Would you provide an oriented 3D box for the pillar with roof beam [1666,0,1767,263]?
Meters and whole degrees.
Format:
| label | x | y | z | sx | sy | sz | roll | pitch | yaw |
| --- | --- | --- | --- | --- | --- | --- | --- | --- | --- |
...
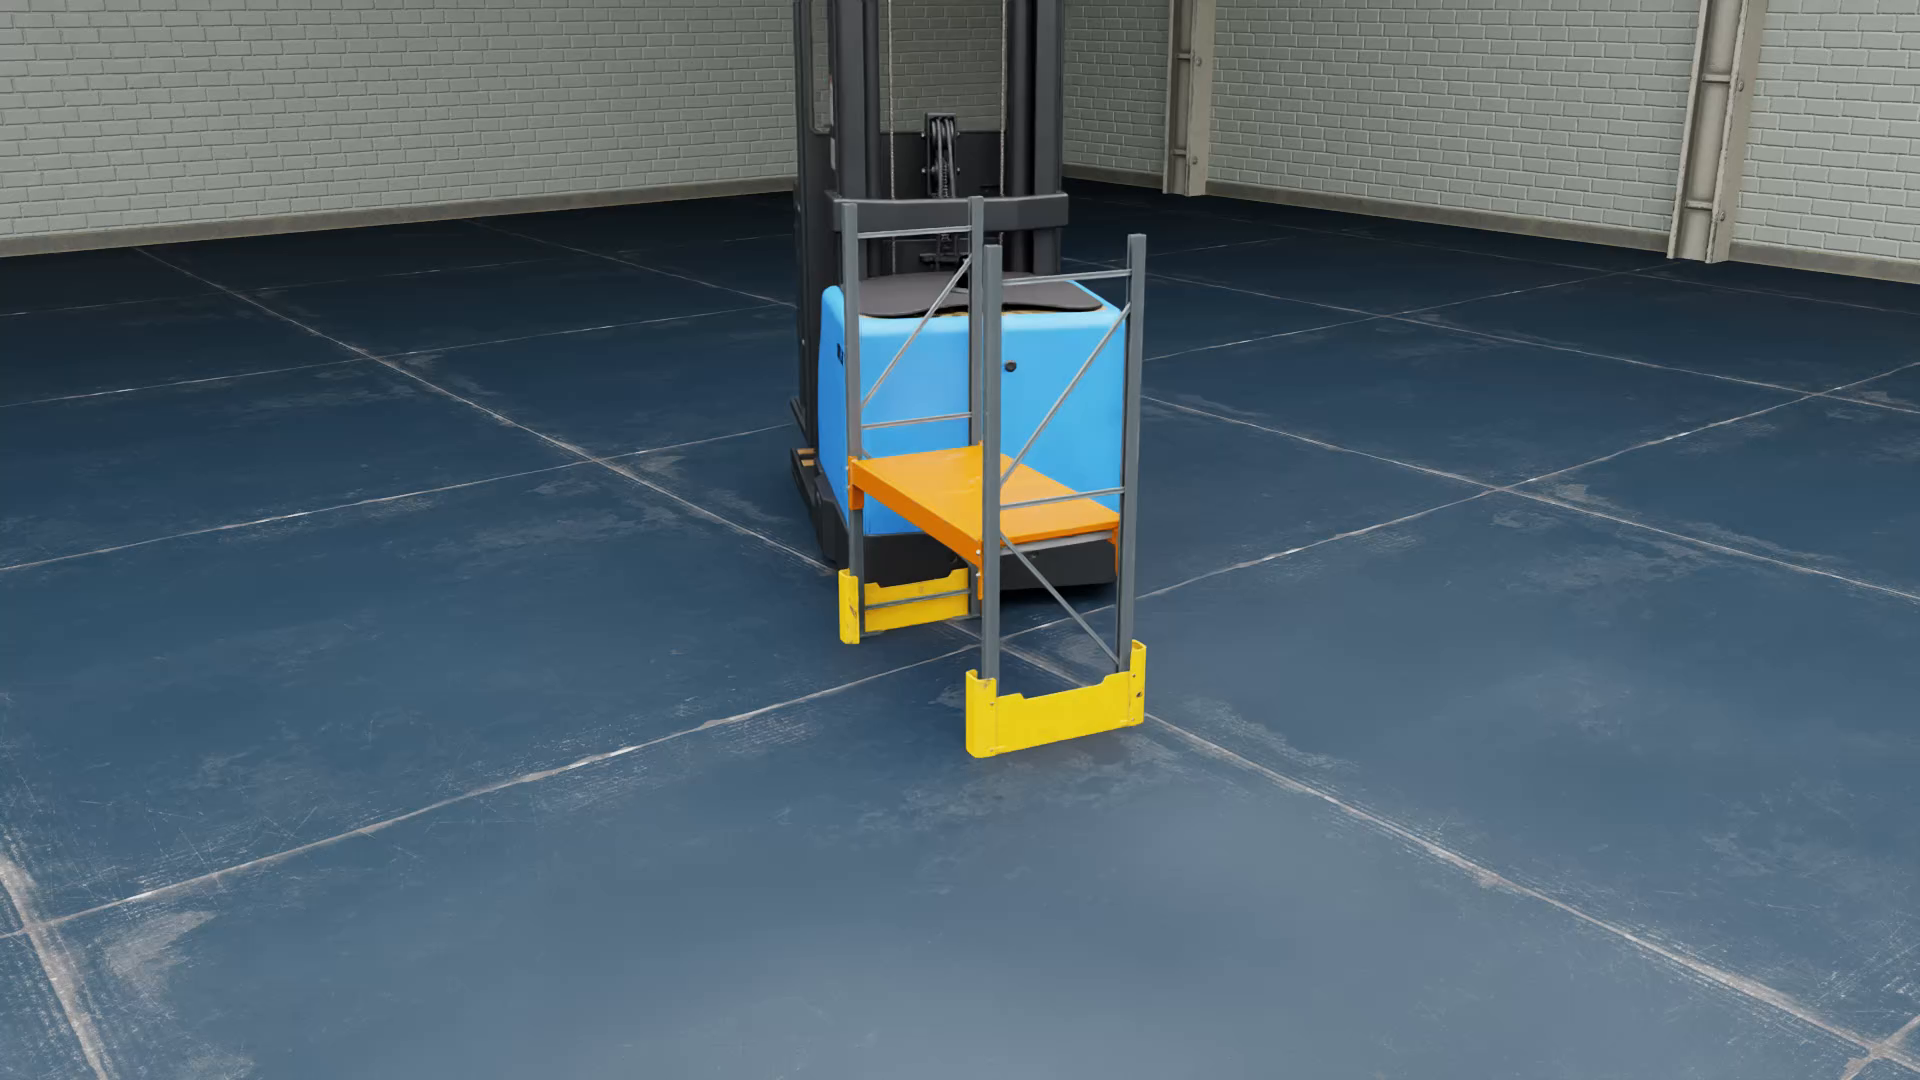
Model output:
| label | x | y | z | sx | sy | sz | roll | pitch | yaw |
| --- | --- | --- | --- | --- | --- | --- | --- | --- | --- |
| pillar with roof beam | 2.848 | -5.803 | 10.072 | 9.100 | 9.000 | 0.400 | -14 | 23 | -36 |

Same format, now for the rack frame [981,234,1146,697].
| label | x | y | z | sx | sy | sz | roll | pitch | yaw |
| --- | --- | --- | --- | --- | --- | --- | --- | --- | --- |
| rack frame | 0.294 | -0.116 | 4.826 | 0.500 | 1.500 | 0.032 | -9 | 20 | -25 |

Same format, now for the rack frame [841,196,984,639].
| label | x | y | z | sx | sy | sz | roll | pitch | yaw |
| --- | --- | --- | --- | --- | --- | --- | --- | --- | --- |
| rack frame | -0.152 | -0.403 | 5.694 | 0.500 | 1.500 | 0.032 | -9 | 20 | -25 |

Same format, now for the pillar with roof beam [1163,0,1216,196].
| label | x | y | z | sx | sy | sz | roll | pitch | yaw |
| --- | --- | --- | --- | --- | --- | --- | --- | --- | --- |
| pillar with roof beam | -0.877 | -7.282 | 14.537 | 9.100 | 9.000 | 0.400 | -14 | 23 | -36 |

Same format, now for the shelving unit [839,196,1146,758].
| label | x | y | z | sx | sy | sz | roll | pitch | yaw |
| --- | --- | --- | --- | --- | --- | --- | --- | --- | --- |
| shelving unit | 0.075 | -0.257 | 5.252 | 0.587 | 1.500 | 1.083 | -9 | 20 | -25 |

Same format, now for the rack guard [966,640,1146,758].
| label | x | y | z | sx | sy | sz | roll | pitch | yaw |
| --- | --- | --- | --- | --- | --- | --- | --- | --- | --- |
| rack guard | 0.294 | 0.477 | 5.024 | 0.587 | 0.250 | 0.087 | -9 | 20 | -25 |

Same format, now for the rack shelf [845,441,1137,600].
| label | x | y | z | sx | sy | sz | roll | pitch | yaw |
| --- | --- | --- | --- | --- | --- | --- | --- | --- | --- |
| rack shelf | 0.071 | -0.089 | 5.317 | 0.538 | 0.185 | 1.000 | -9 | 20 | -25 |

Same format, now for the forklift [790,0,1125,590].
| label | x | y | z | sx | sy | sz | roll | pitch | yaw |
| --- | --- | --- | --- | --- | --- | --- | --- | --- | --- |
| forklift | -0.169 | -1.603 | 7.042 | 1.130 | 2.935 | 3.031 | -4 | 19 | -11 |

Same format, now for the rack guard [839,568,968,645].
| label | x | y | z | sx | sy | sz | roll | pitch | yaw |
| --- | --- | --- | --- | --- | --- | --- | --- | --- | --- |
| rack guard | -0.143 | 0.196 | 5.874 | 0.587 | 0.250 | 0.087 | -9 | 20 | -25 |
